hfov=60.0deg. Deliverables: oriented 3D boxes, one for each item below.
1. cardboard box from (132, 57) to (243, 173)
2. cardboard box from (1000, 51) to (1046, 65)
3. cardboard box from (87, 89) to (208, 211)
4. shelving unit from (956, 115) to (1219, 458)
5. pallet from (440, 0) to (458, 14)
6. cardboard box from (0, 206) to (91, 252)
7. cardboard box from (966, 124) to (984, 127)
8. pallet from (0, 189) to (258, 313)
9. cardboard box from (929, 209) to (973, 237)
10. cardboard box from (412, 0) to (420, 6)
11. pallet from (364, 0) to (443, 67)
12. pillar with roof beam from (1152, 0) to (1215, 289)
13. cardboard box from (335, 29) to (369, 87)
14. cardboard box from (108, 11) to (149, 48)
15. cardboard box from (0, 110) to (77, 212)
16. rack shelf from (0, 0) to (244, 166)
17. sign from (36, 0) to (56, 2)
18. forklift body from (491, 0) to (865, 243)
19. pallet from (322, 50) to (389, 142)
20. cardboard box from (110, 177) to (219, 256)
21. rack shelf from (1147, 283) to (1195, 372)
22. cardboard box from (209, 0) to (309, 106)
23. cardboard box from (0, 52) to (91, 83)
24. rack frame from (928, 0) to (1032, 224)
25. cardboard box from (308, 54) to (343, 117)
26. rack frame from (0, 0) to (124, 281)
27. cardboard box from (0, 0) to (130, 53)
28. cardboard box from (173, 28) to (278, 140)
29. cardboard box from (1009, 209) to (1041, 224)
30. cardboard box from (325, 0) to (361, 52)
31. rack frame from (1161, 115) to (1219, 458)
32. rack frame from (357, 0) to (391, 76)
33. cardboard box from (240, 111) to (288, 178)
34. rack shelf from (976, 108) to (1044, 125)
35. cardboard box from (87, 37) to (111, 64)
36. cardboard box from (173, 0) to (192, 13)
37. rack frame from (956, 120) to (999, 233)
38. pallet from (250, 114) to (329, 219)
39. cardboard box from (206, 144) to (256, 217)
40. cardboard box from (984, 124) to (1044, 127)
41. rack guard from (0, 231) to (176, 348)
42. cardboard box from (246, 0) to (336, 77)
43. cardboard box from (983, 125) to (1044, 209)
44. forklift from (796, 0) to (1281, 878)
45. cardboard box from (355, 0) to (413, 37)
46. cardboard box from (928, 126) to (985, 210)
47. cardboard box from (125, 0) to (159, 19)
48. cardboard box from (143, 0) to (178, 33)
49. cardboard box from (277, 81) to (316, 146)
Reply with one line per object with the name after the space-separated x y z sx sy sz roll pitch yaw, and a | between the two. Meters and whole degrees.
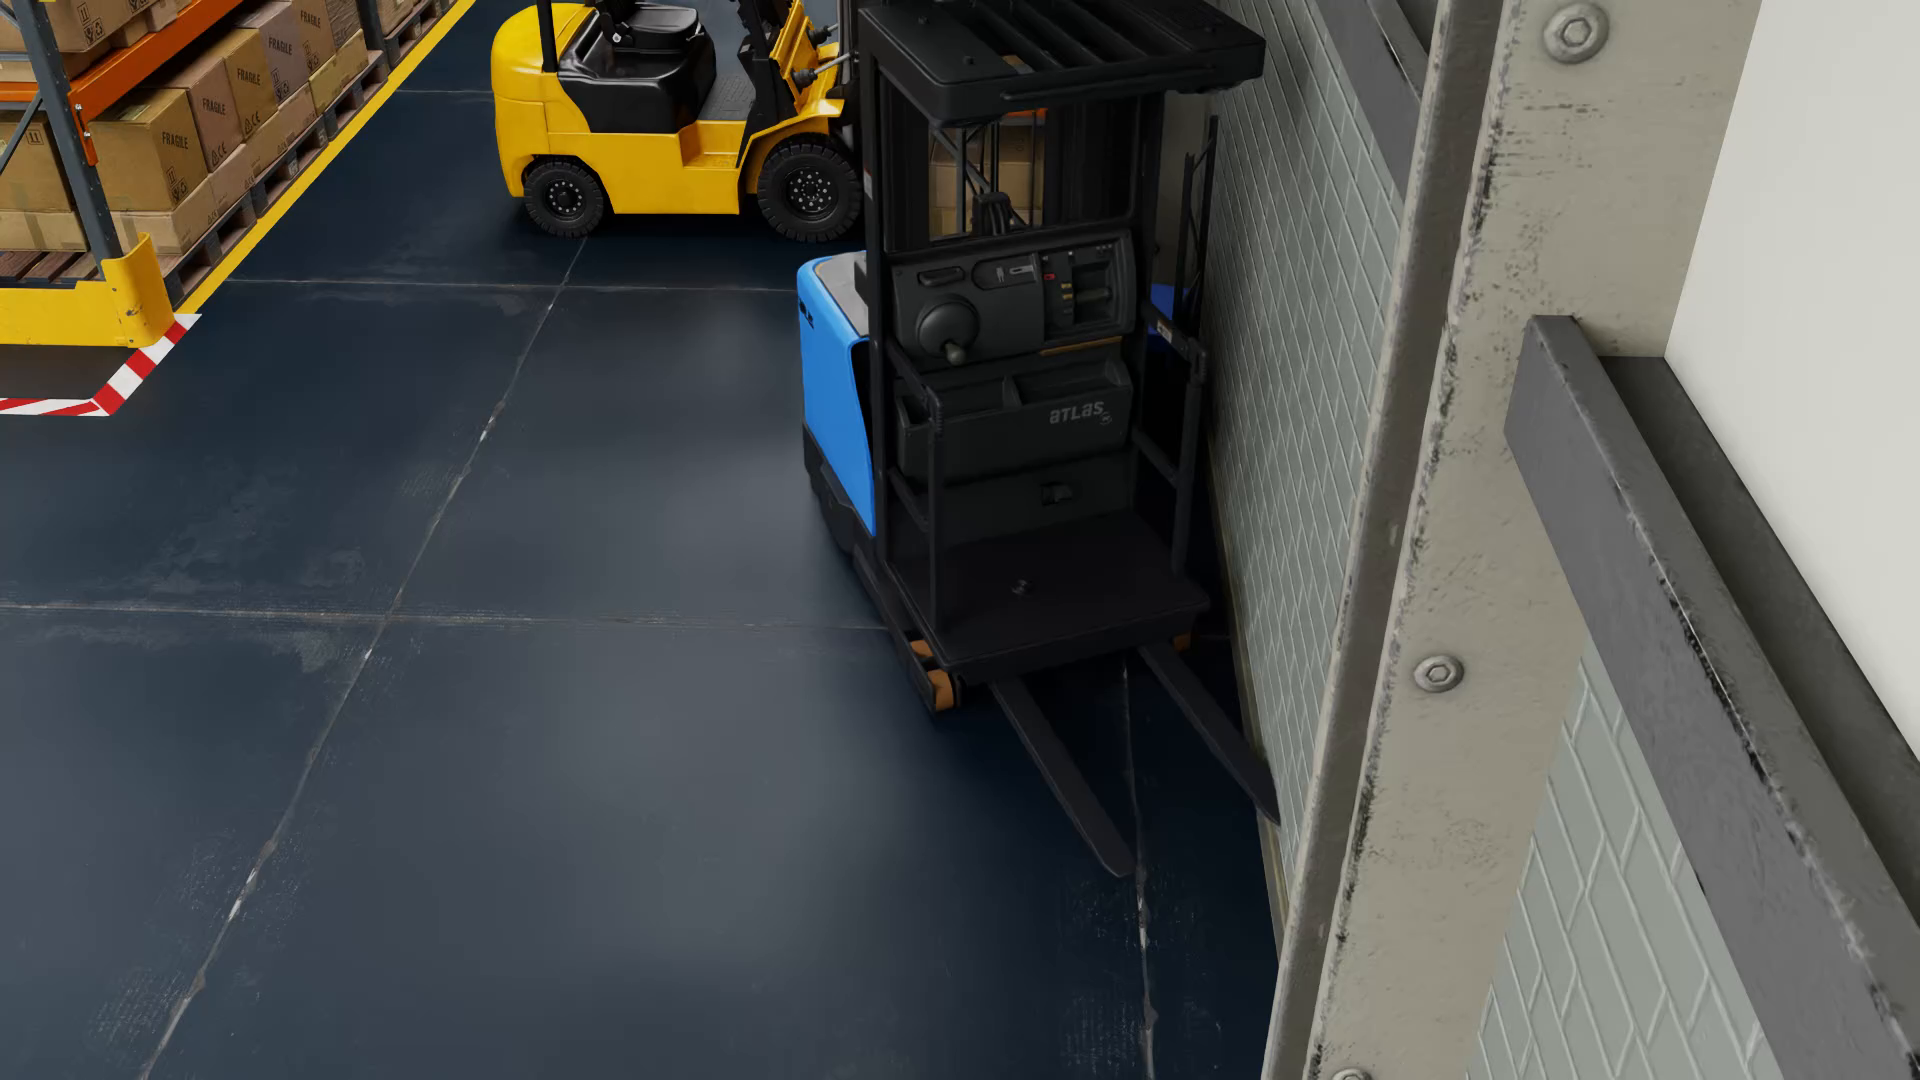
-4.471 -2.422 9.461 0.500 0.500 0.500 0 35 0 | cardboard box
0.460 -2.504 8.117 0.500 0.500 0.500 2 35 3 | cardboard box
-4.488 -2.122 9.034 0.500 0.500 0.500 0 35 0 | cardboard box
0.558 -1.216 7.675 1.048 1.500 0.538 12 37 16 | shelving unit
-4.560 -4.605 13.618 1.003 0.211 1.213 1 35 2 | pallet
-5.032 -1.828 9.269 0.500 0.250 0.500 1 35 2 | cardboard box
-0.116 -2.206 8.936 0.500 0.250 0.500 2 35 3 | cardboard box
-4.726 -1.666 9.437 1.003 0.211 1.213 1 35 2 | pallet
-0.130 -1.723 8.684 0.500 0.250 0.500 1 35 1 | cardboard box
-4.592 -4.407 12.831 0.950 0.372 0.625 3 35 5 | cardboard box
-4.607 -3.902 12.618 1.003 0.211 1.213 1 35 2 | pallet
-3.210 -5.118 6.706 9.100 9.000 0.400 1 35 2 | pillar with roof beam
-4.392 -3.296 11.358 0.500 0.250 0.500 3 35 4 | cardboard box
-4.489 -2.681 8.674 0.380 0.149 0.250 0 35 0 | cardboard box
-5.025 -2.117 9.028 0.500 0.500 0.500 2 35 2 | cardboard box
-4.717 -3.152 9.752 1.077 0.370 4.000 1 35 2 | rack shelf
-4.255 -2.639 7.643 0.100 0.325 0.005 1 35 2 | sign
-1.584 -2.969 9.604 2.313 2.155 1.214 1 35 2 | forklift body
-4.628 -3.068 11.431 1.003 0.211 1.213 1 35 2 | pallet
-4.488 -1.801 9.230 0.500 0.250 0.500 1 35 1 | cardboard box
0.558 -1.068 7.779 1.000 0.185 0.538 12 37 16 | rack shelf
-4.430 -3.017 10.309 0.500 0.500 0.500 3 35 4 | cardboard box
-4.577 -2.385 8.253 0.380 0.149 0.250 1 35 2 | cardboard box
0.163 -2.185 7.750 1.000 3.000 0.127 1 35 2 | rack frame
-4.403 -2.990 10.922 0.500 0.250 0.500 0 35 1 | cardboard box
-4.797 -2.297 7.910 1.000 3.000 0.127 1 35 2 | rack frame
-4.501 -2.725 8.174 0.500 0.500 0.500 1 35 1 | cardboard box
-4.443 -2.710 9.871 0.500 0.500 0.500 2 35 3 | cardboard box
0.389 -1.701 8.653 0.500 0.250 0.500 2 35 3 | cardboard box
-4.392 -3.603 11.142 0.500 0.500 0.500 1 35 1 | cardboard box
1.036 -1.116 7.533 0.032 1.500 0.500 12 37 16 | rack frame
-4.636 -4.595 11.180 1.000 3.000 0.127 1 35 2 | rack frame
-4.451 -2.408 10.094 0.500 0.250 0.500 4 35 5 | cardboard box
0.243 -3.039 9.592 1.077 0.370 4.000 1 35 2 | rack shelf
-4.581 -2.530 8.460 0.380 0.149 0.250 2 35 3 | cardboard box
-4.456 -2.975 9.093 0.380 0.149 0.250 2 35 3 | cardboard box
0.081 -1.315 7.817 0.032 1.500 0.500 12 37 16 | rack frame
-4.674 -2.365 10.431 1.003 0.211 1.213 1 35 2 | pallet
-4.460 -2.094 9.647 0.500 0.250 0.500 3 35 4 | cardboard box
0.388 -2.199 8.927 0.500 0.250 0.500 1 35 2 | cardboard box
-4.794 -1.318 8.691 1.175 0.500 0.348 1 35 2 | rack guard
-4.411 -3.311 10.726 0.500 0.500 0.500 2 35 3 | cardboard box
0.371 -1.912 8.519 0.500 0.250 0.500 1 35 1 | cardboard box
0.284 -0.818 5.865 1.130 2.935 3.031 -12 37 -17 | forklift
-4.618 -3.993 12.244 0.950 0.372 0.625 2 35 2 | cardboard box
-0.130 -1.912 8.519 0.500 0.250 0.500 2 35 3 | cardboard box
-4.483 -3.023 8.597 0.500 0.500 0.500 2 35 3 | cardboard box
-4.433 -2.825 8.880 0.380 0.149 0.250 2 35 3 | cardboard box
-4.428 -2.698 10.506 0.500 0.250 0.500 2 35 3 | cardboard box
